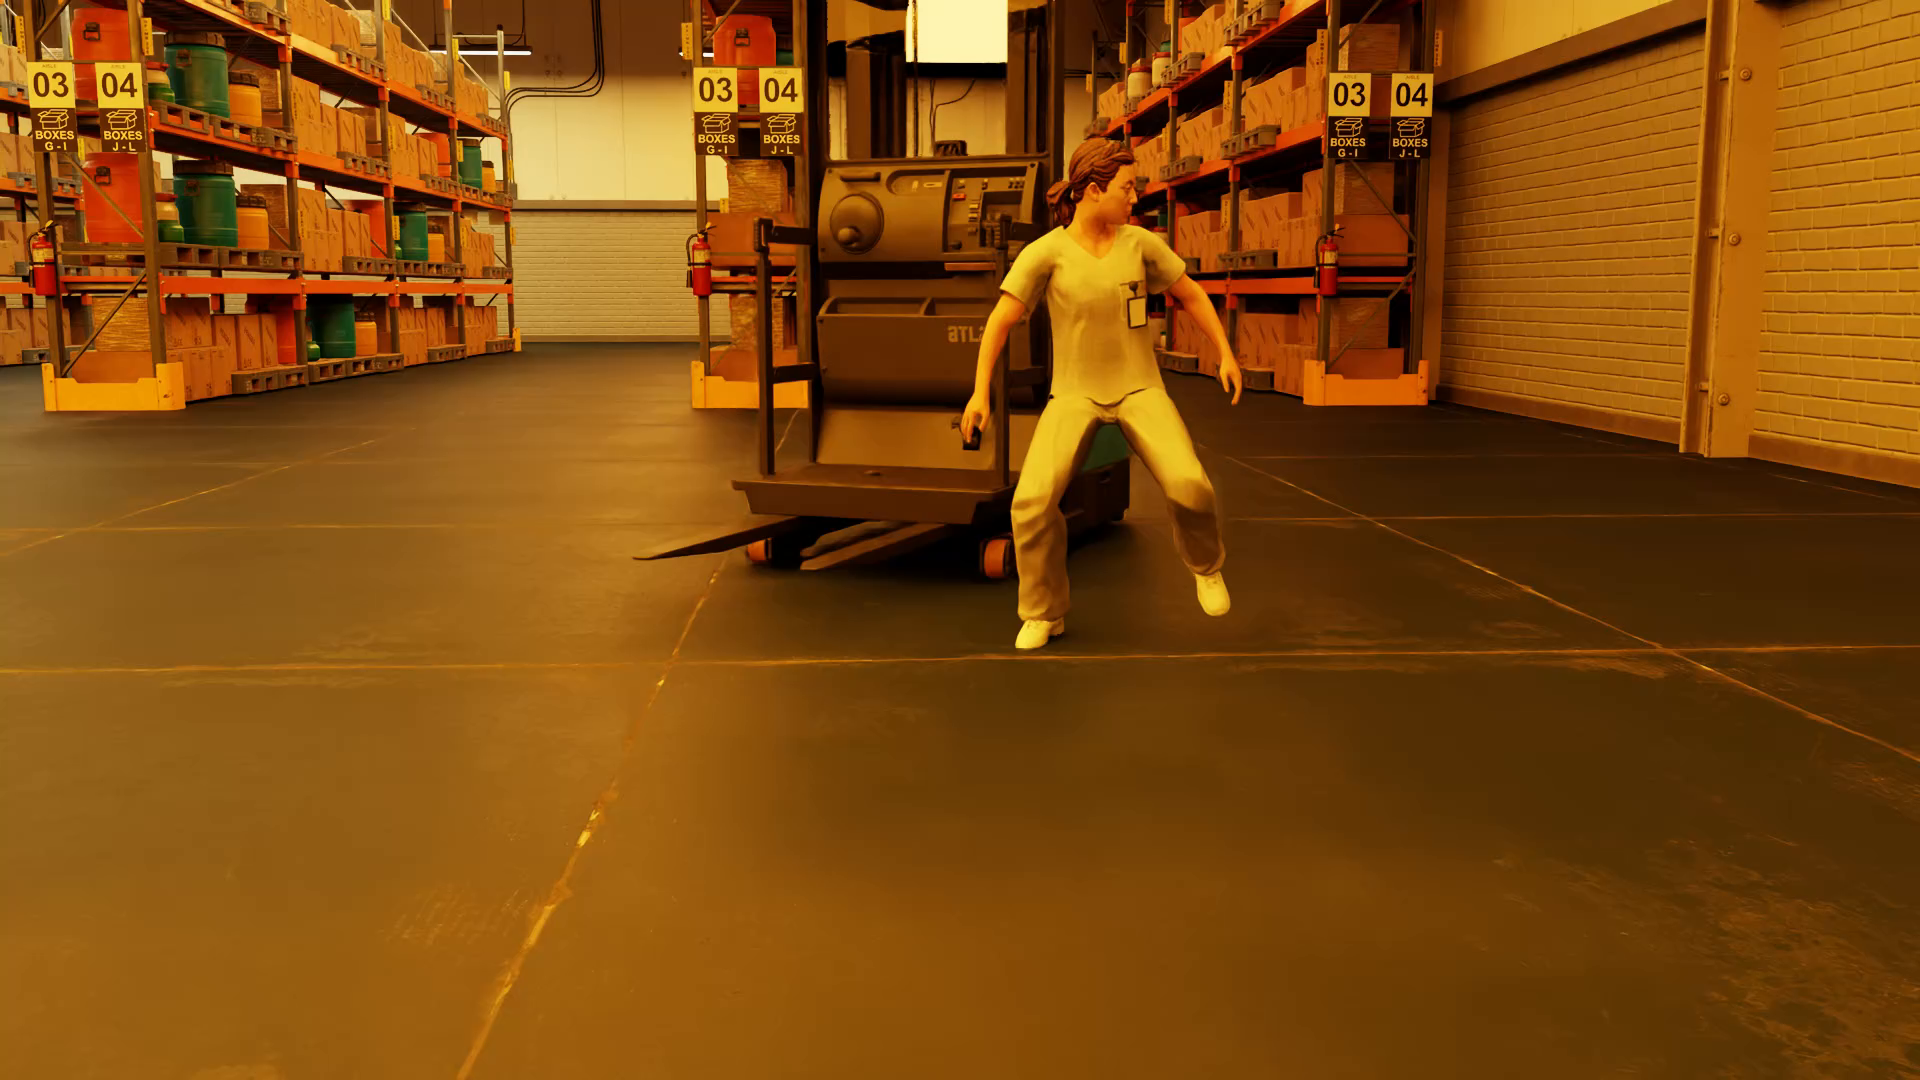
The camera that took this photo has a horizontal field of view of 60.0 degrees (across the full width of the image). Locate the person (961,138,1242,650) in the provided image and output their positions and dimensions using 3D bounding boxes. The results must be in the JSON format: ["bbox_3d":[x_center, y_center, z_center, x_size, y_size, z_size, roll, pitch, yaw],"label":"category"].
[{"bbox_3d":[0.447,-0.445,5.148,0.888,1.556,0.500,0,8,0],"label":"person"}]

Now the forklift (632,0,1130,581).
[{"bbox_3d":[-0.209,-1.363,6.507,1.130,2.935,3.031,3,9,21],"label":"forklift"}]
